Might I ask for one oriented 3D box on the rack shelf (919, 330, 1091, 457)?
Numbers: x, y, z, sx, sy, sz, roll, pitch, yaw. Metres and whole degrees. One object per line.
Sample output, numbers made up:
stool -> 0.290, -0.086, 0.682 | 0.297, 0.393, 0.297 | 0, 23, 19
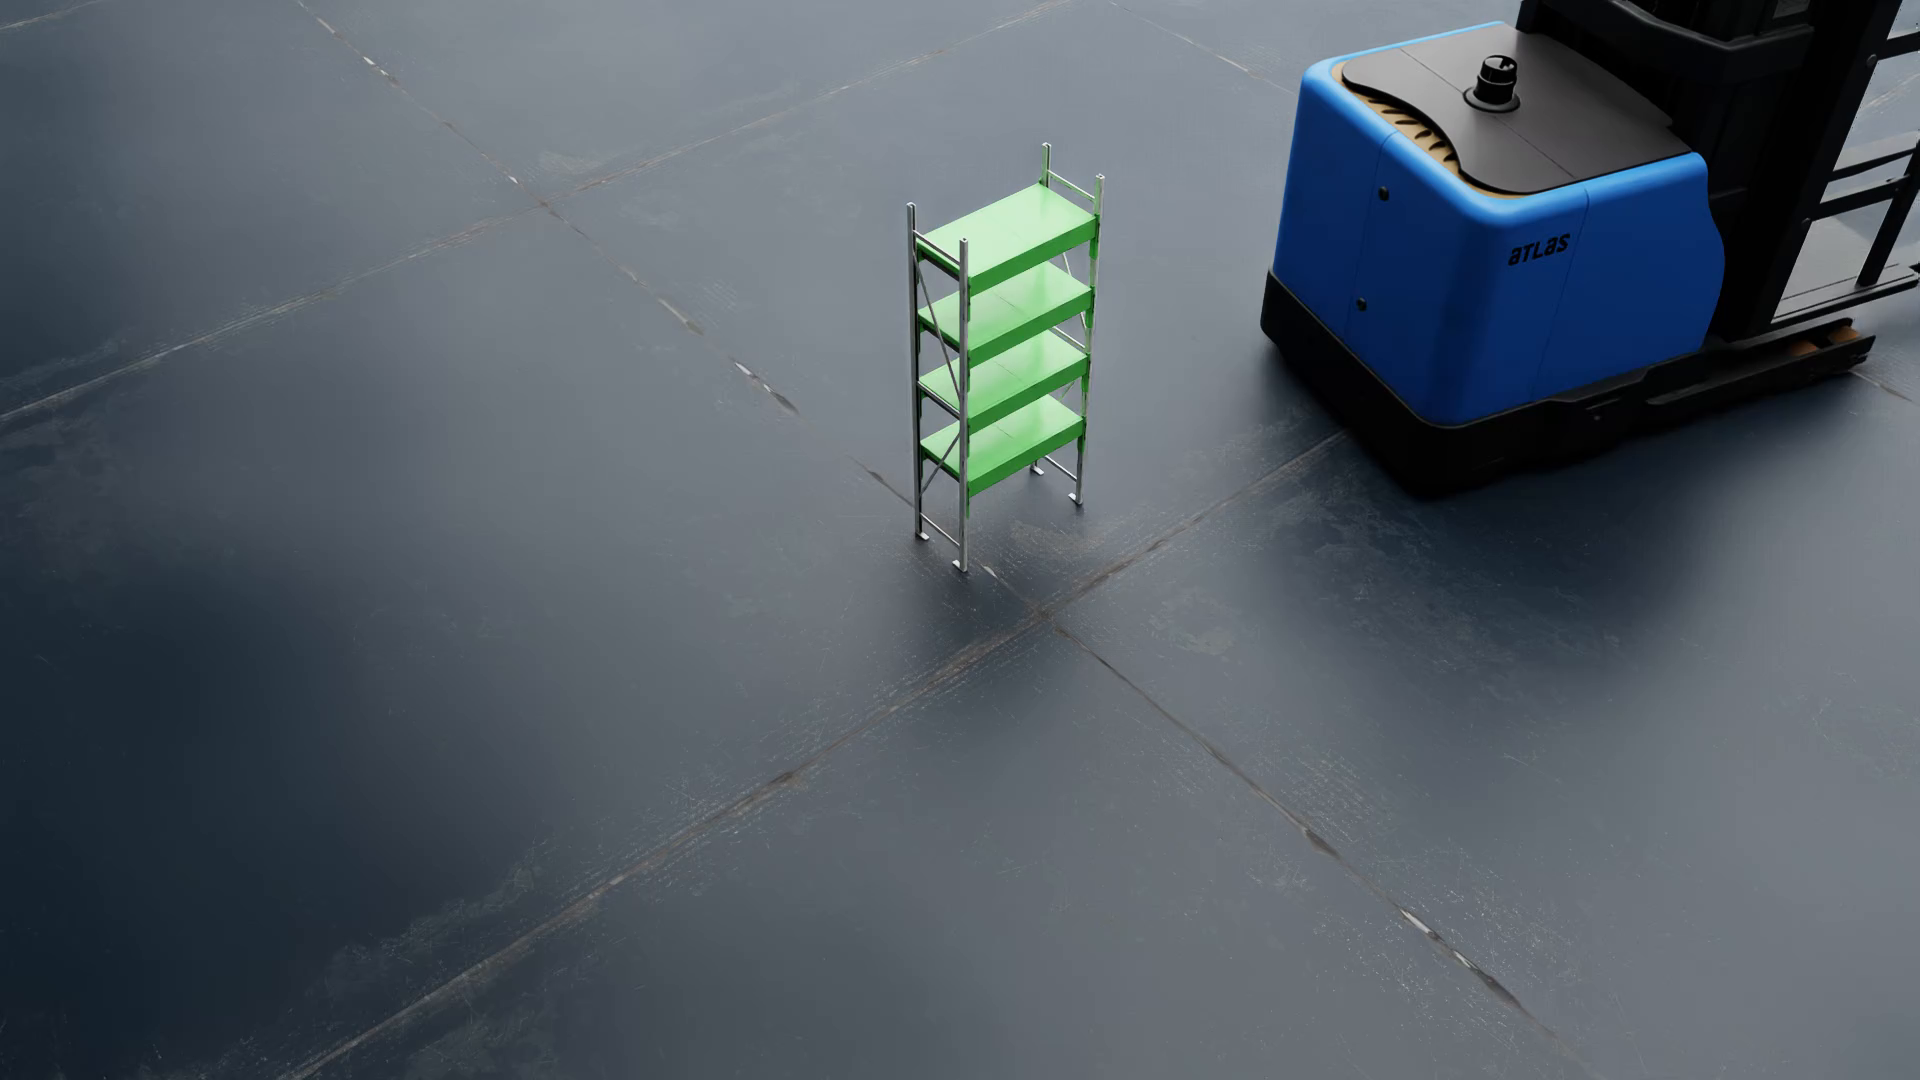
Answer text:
rack shelf -> 0.127, -0.463, 4.960 | 0.480, 0.148, 0.258 | -30, 51, -28

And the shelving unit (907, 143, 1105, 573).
shelving unit -> 0.127, -0.510, 4.917 | 0.503, 1.200, 0.258 | -30, 51, -28

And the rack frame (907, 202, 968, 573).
rack frame -> -0.060, -0.403, 4.803 | 0.015, 1.200, 0.240 | -30, 51, -28

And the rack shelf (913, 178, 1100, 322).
rack shelf -> 0.127, -0.813, 4.632 | 0.480, 0.148, 0.258 | -30, 51, -28

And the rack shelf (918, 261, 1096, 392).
rack shelf -> 0.127, -0.638, 4.796 | 0.480, 0.148, 0.258 | -30, 51, -28

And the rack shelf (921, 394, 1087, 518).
rack shelf -> 0.127, -0.289, 5.125 | 0.480, 0.148, 0.258 | -30, 51, -28

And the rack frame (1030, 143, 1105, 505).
rack frame -> 0.314, -0.617, 5.031 | 0.015, 1.200, 0.240 | -30, 51, -28

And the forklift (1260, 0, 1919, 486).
forklift -> 2.639, -1.914, 5.147 | 3.031, 2.935, 1.130 | -17, 46, -17
